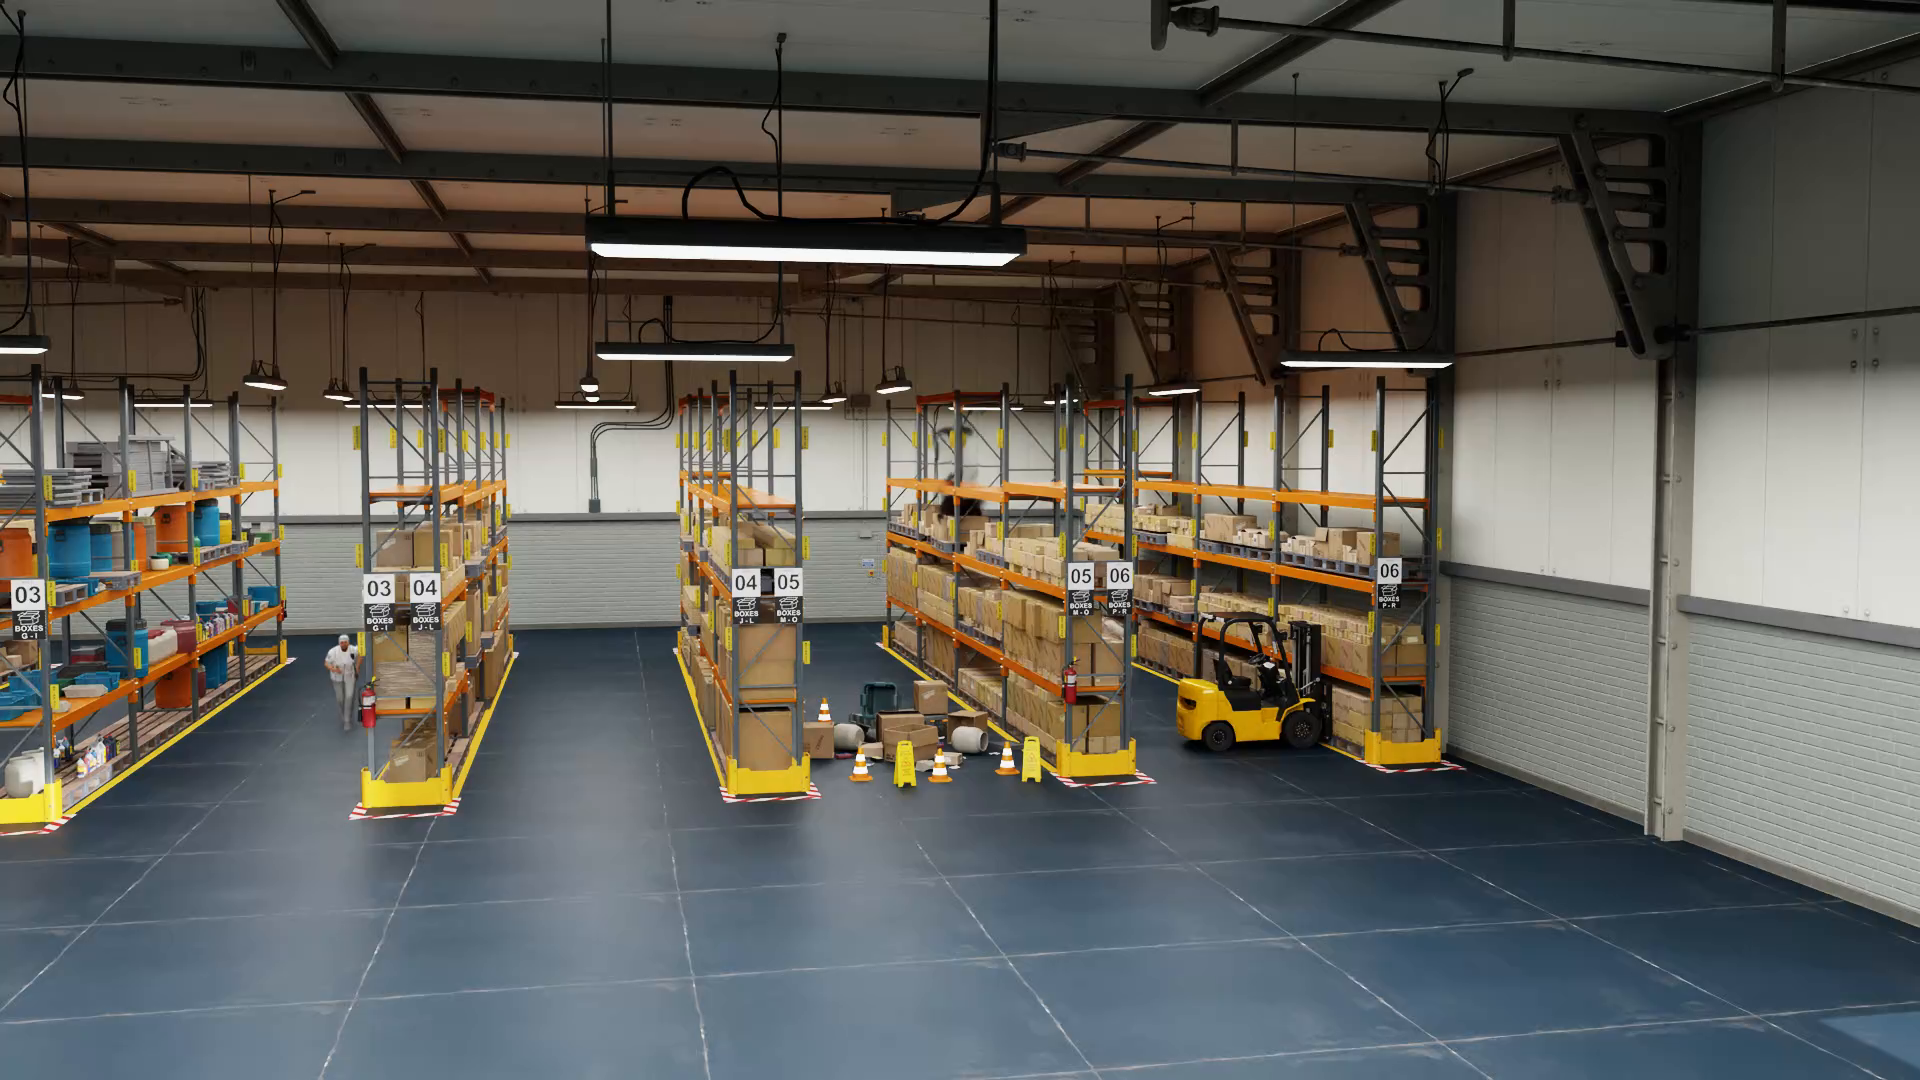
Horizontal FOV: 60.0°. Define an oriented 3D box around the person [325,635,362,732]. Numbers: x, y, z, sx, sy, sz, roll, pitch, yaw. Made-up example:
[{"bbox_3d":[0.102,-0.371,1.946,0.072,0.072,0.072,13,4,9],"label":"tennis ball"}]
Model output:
[{"bbox_3d":[-10.782,2.464,29.099,0.608,1.670,1.052,-1,4,-18],"label":"person"}]
